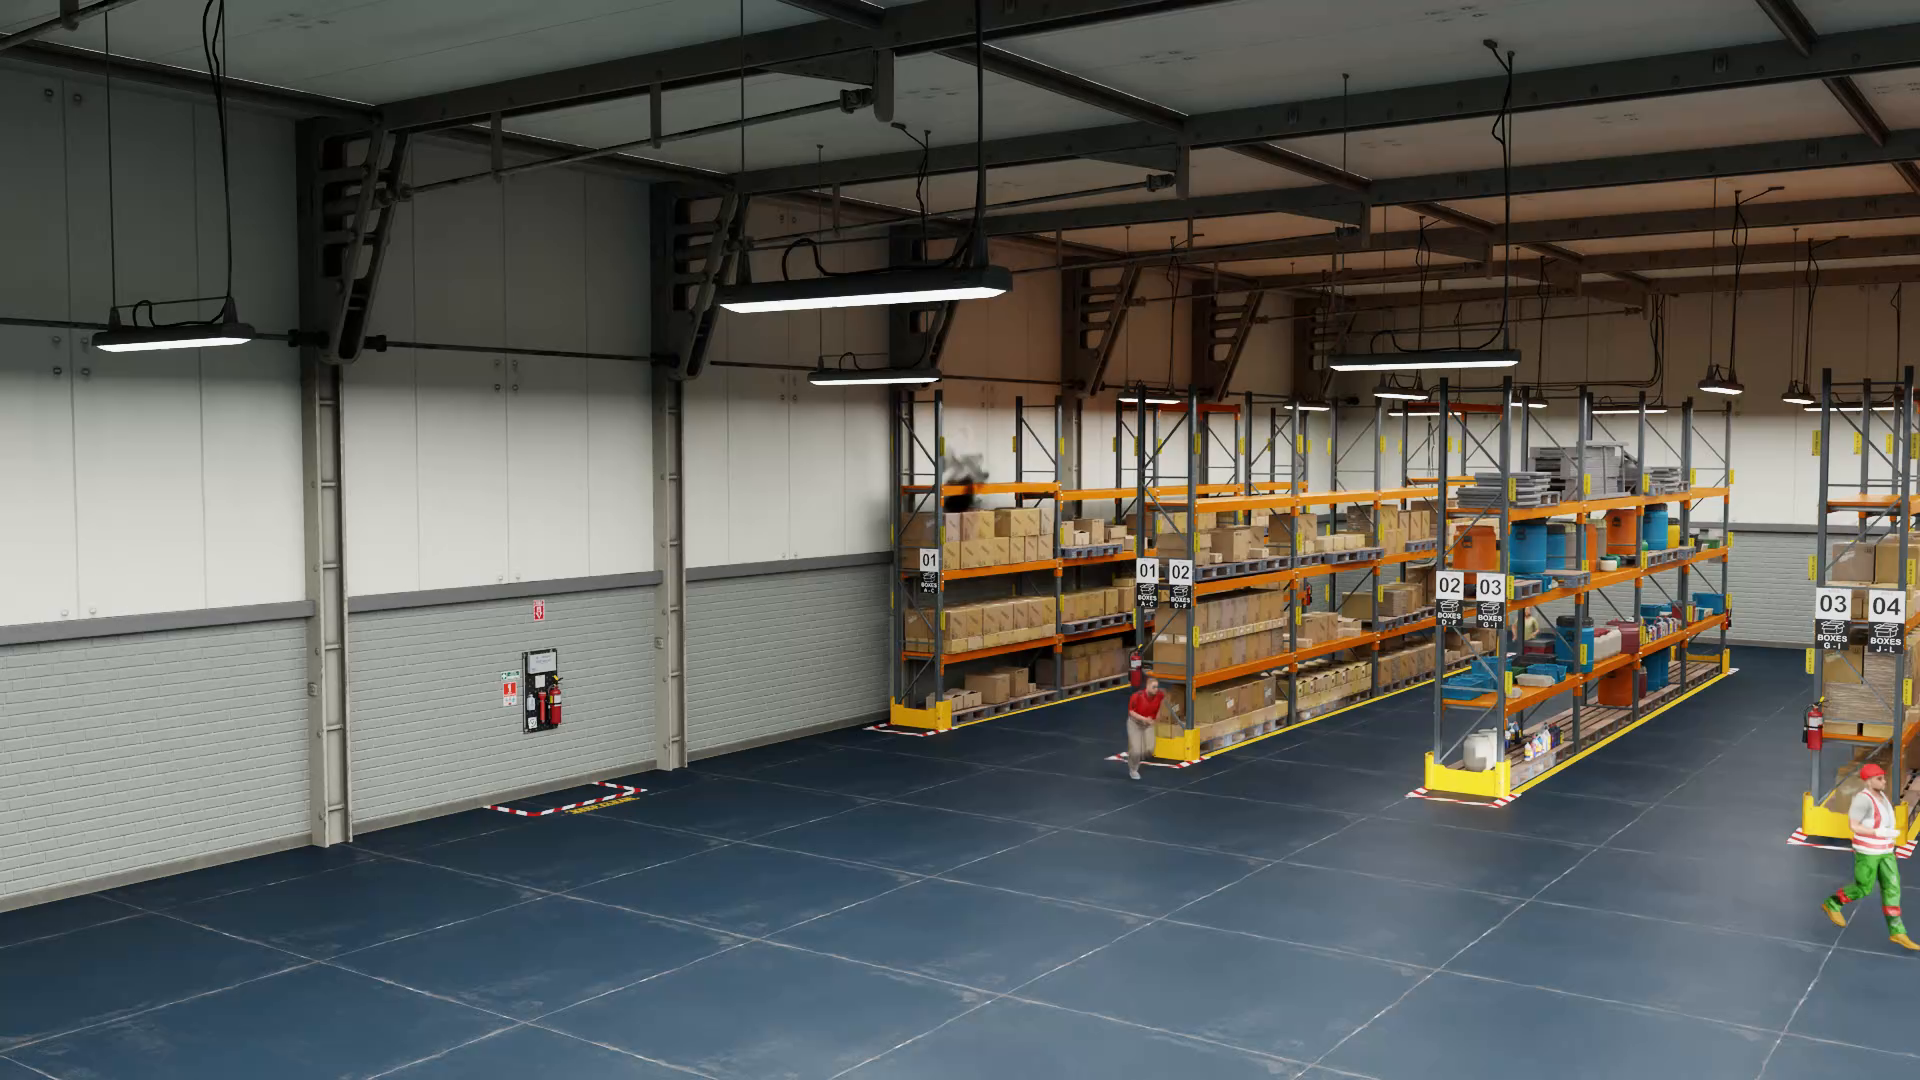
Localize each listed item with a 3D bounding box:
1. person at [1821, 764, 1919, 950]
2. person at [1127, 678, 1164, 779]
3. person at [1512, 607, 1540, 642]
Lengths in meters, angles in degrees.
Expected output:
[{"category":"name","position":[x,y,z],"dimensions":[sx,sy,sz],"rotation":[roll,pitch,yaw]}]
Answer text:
[{"category":"person","position":[9.188,3.142,16.753],"dimensions":[0.656,1.786,0.987],"rotation":[-2,4,-28]},{"category":"person","position":[2.812,2.821,24.946],"dimensions":[0.687,1.567,0.841],"rotation":[-1,3,-23]},{"category":"person","position":[12.041,2.169,35.423],"dimensions":[0.575,1.573,0.503],"rotation":[1,3,21]}]
